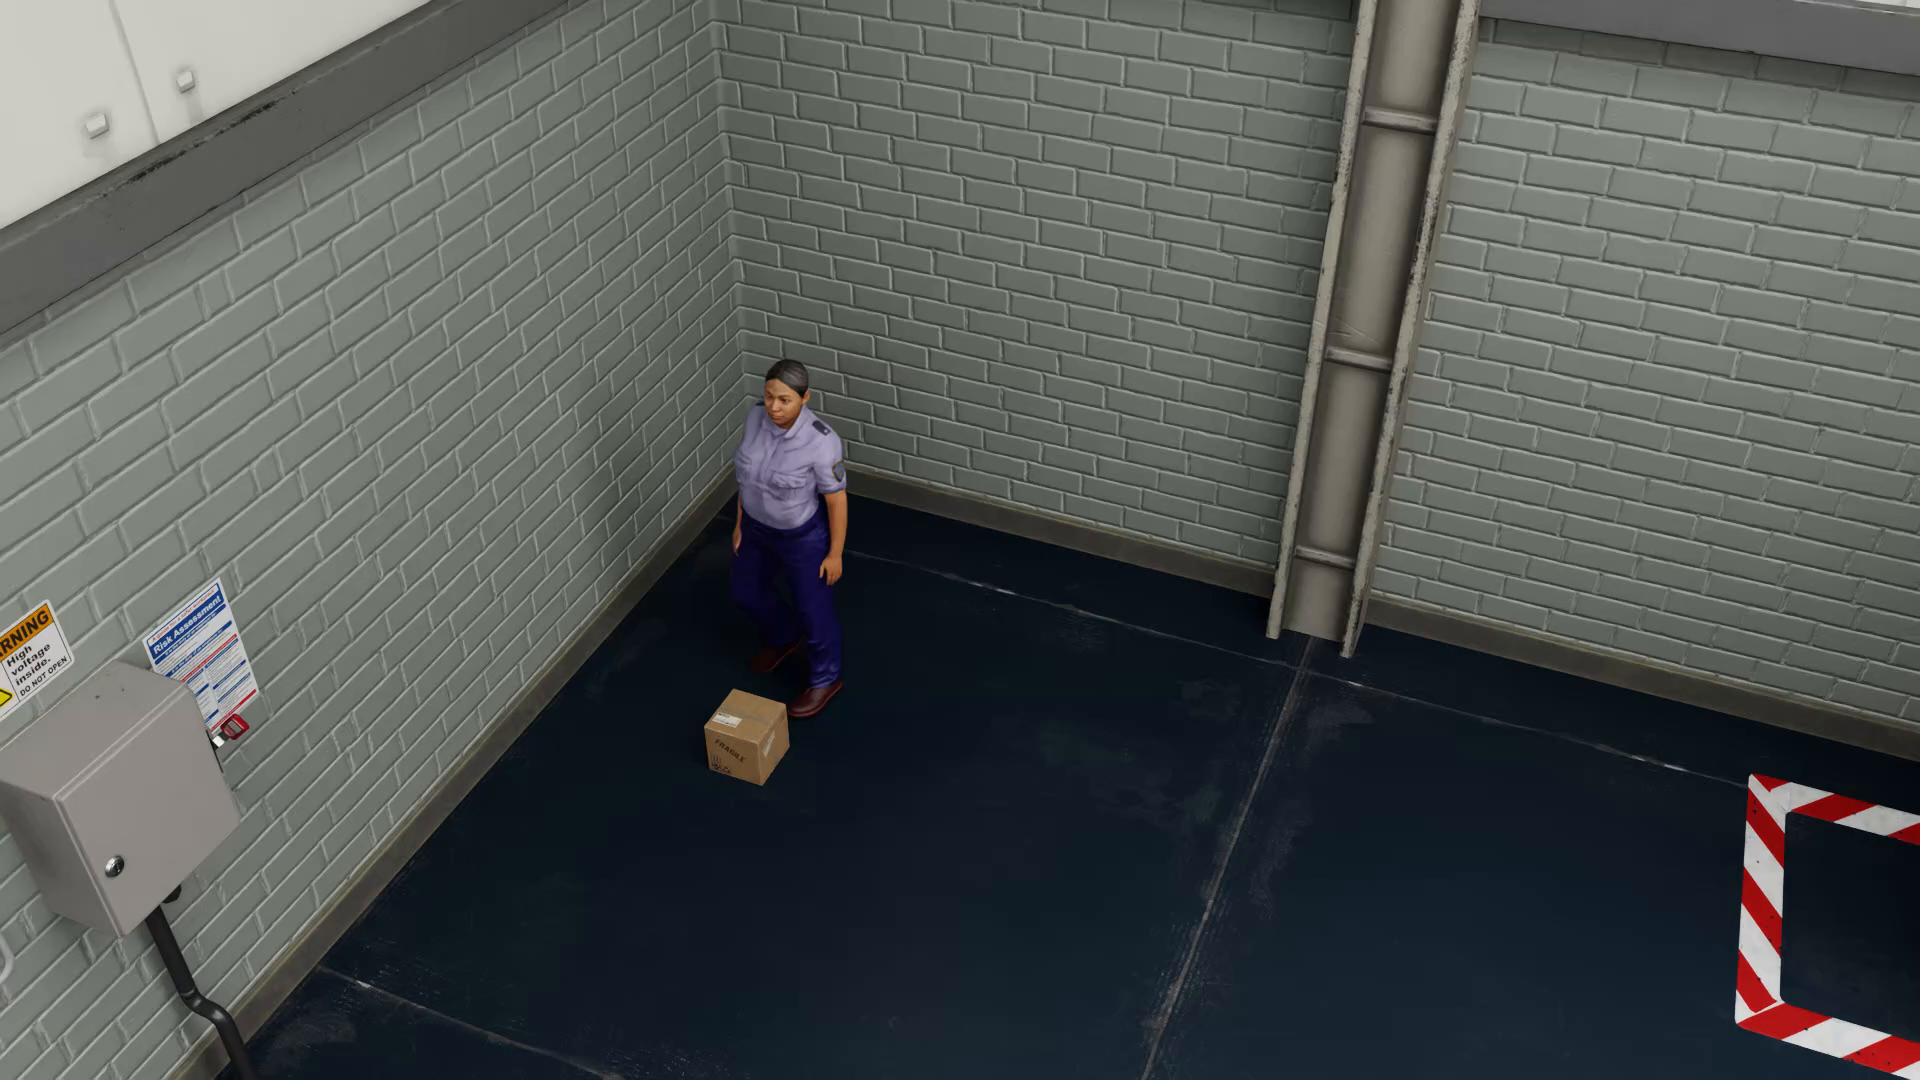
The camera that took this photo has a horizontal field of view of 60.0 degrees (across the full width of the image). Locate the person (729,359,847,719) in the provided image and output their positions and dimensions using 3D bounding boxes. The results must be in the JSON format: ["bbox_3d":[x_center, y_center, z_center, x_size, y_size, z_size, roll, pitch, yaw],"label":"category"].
[{"bbox_3d":[-0.714,-0.001,6.843,0.559,1.691,0.385,23,43,27],"label":"person"}]
